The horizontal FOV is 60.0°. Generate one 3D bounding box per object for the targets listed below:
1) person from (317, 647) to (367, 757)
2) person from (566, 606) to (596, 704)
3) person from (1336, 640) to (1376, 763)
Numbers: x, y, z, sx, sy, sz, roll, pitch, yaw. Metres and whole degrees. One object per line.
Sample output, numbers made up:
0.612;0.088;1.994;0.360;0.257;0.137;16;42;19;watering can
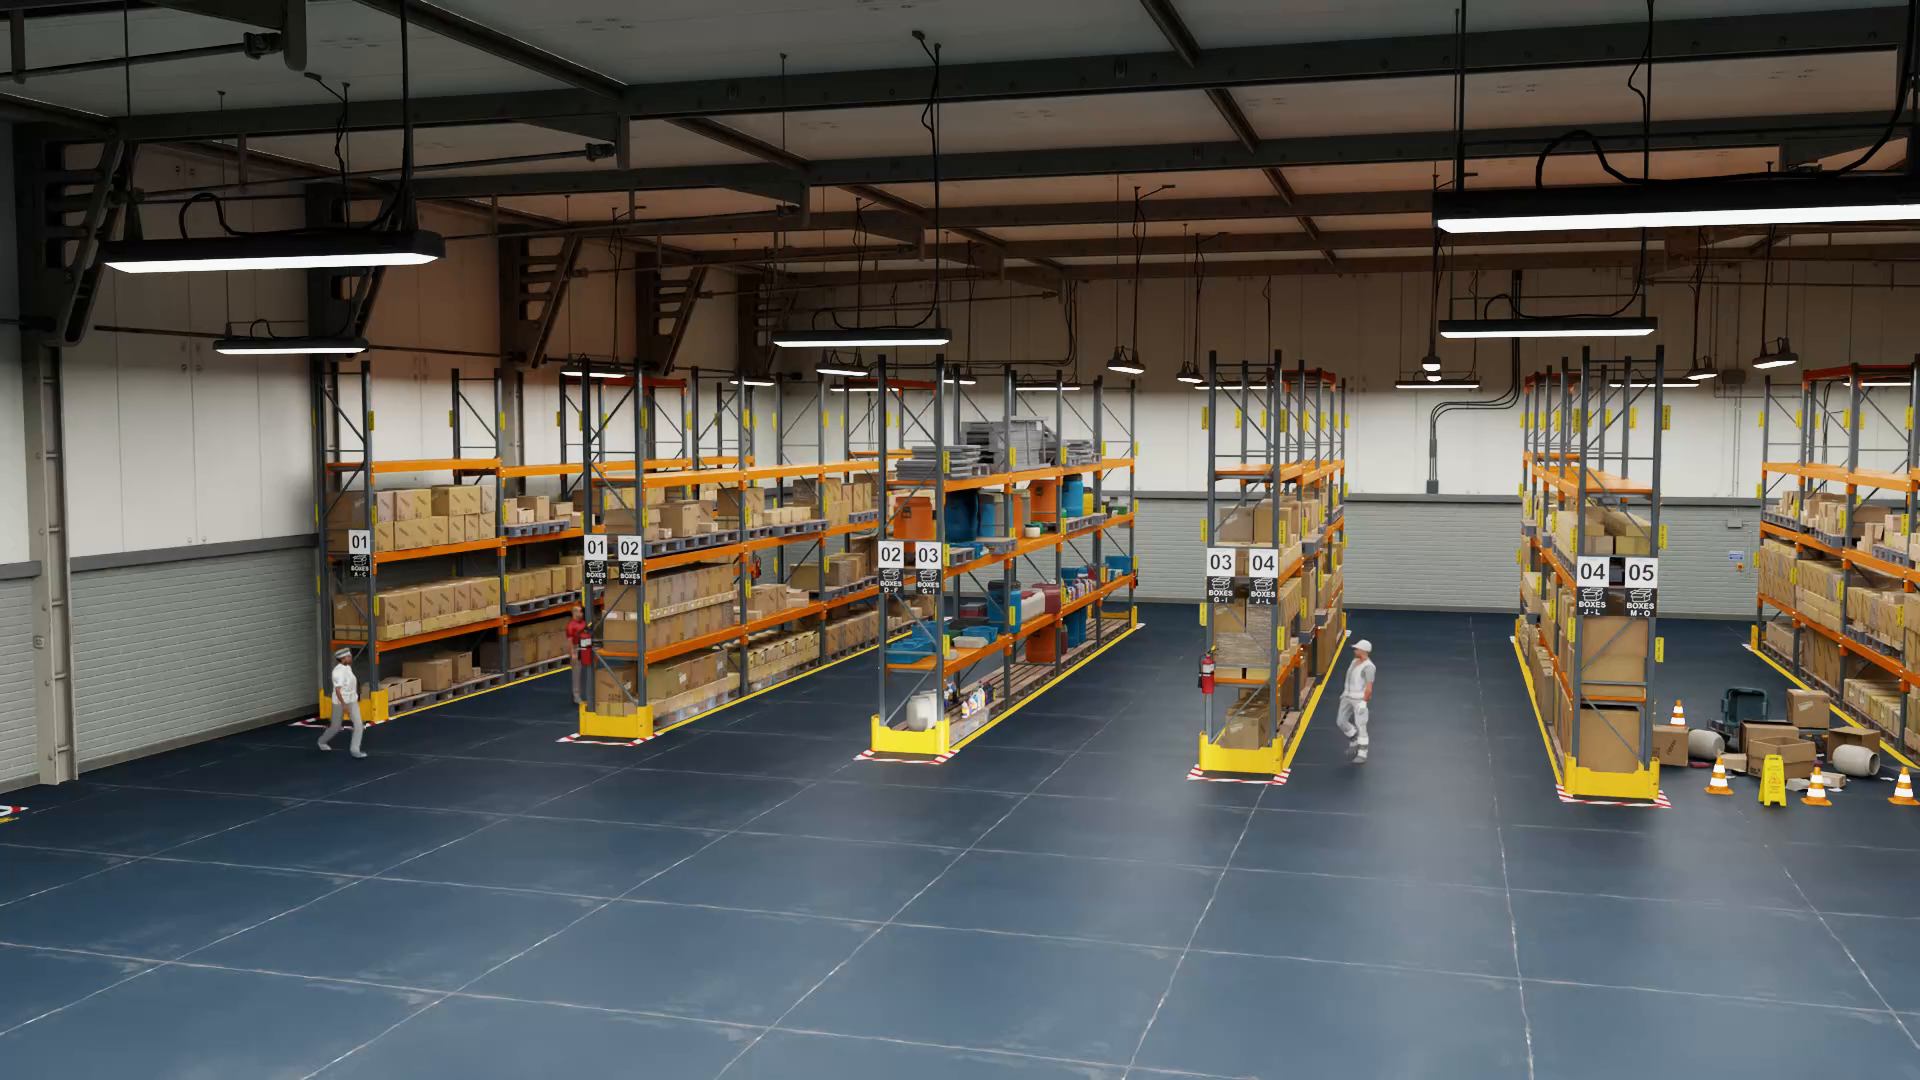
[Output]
-9.204;2.402;24.773;0.911;1.632;0.437;3;5;34;person
-6.729;2.058;29.656;0.626;1.777;0.468;-4;6;-43;person
5.836;2.352;24.486;0.492;1.786;0.639;-2;5;-30;person
